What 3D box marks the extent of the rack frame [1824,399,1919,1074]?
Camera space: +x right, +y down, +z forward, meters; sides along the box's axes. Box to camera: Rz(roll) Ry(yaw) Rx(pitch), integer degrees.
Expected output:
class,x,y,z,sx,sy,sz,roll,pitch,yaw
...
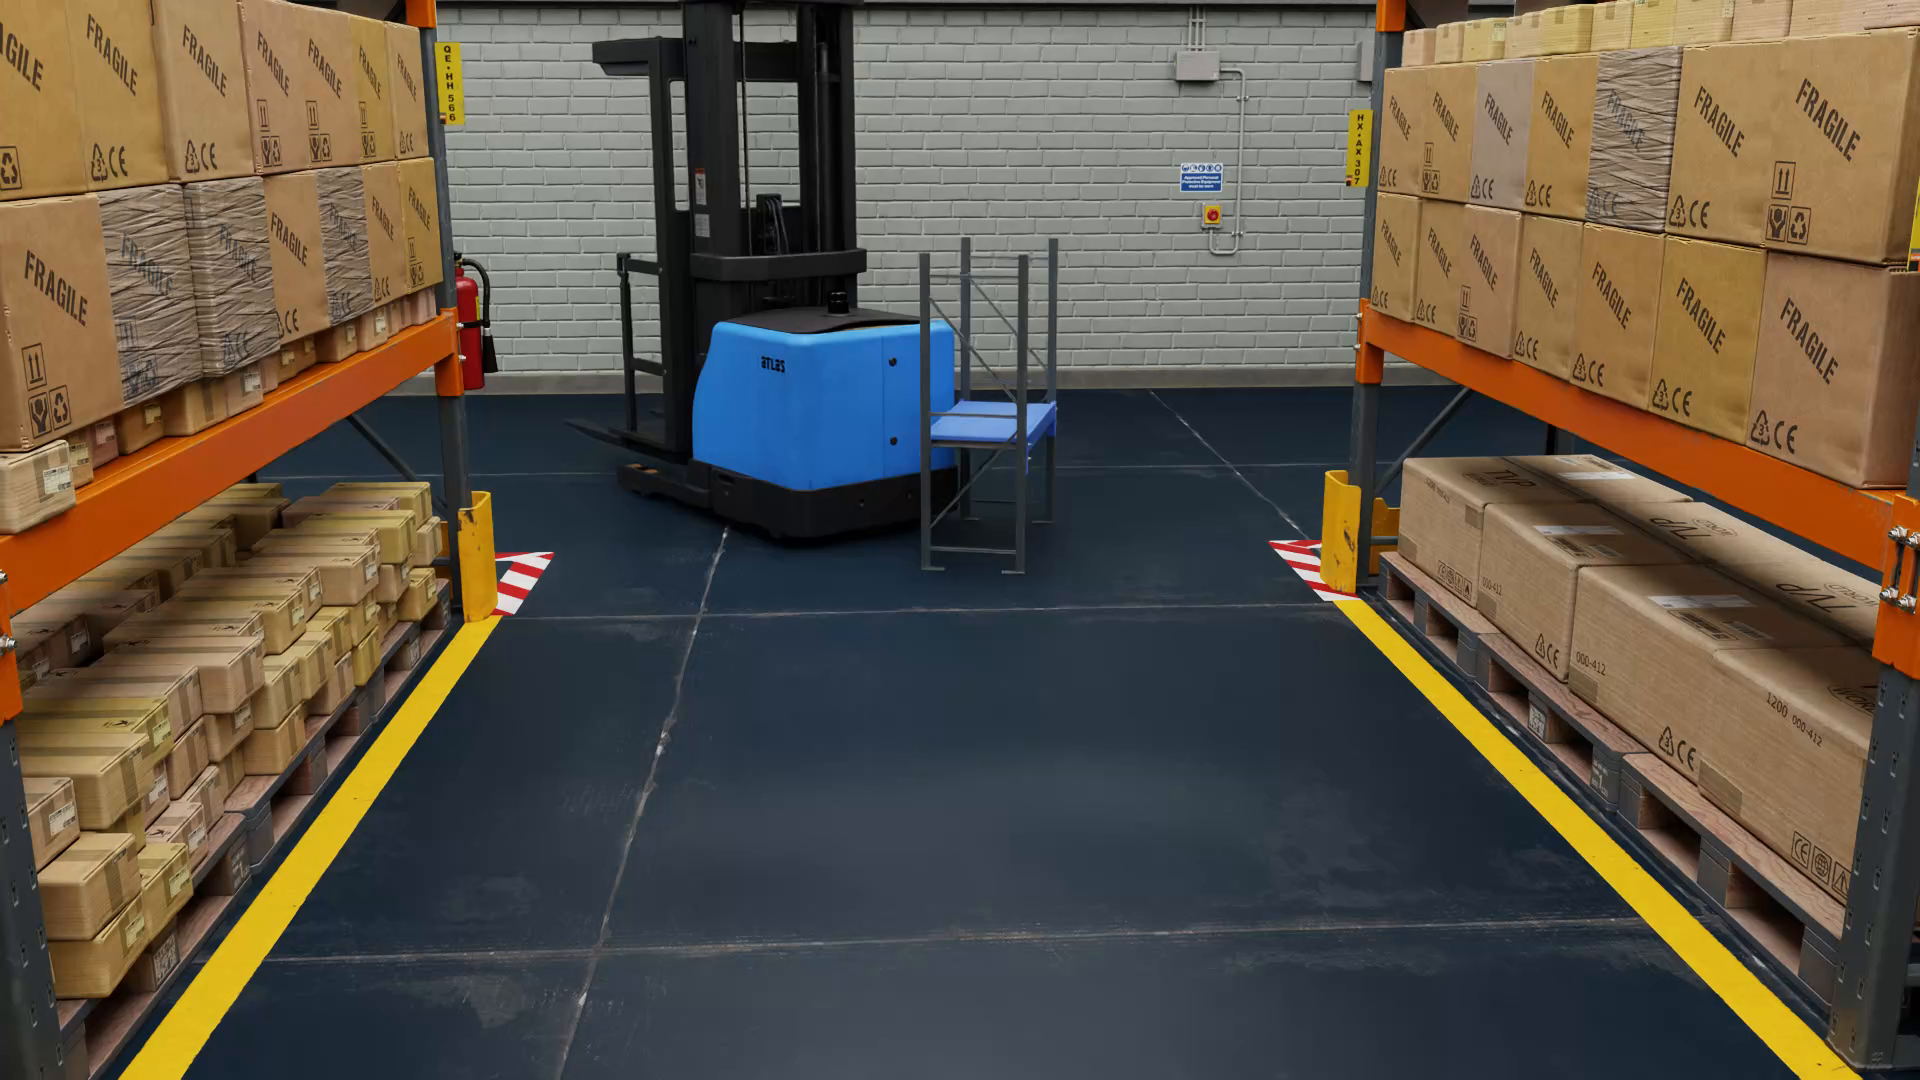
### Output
class,x,y,z,sx,sy,sz,roll,pitch,yaw
rack frame,2.538,-0.258,3.511,1.000,3.000,0.127,-1,14,-3

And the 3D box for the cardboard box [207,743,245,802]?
class,x,y,z,sx,sy,sz,roll,pitch,yaw
cardboard box,-2.299,0.669,4.785,0.380,0.149,0.250,-2,15,-6

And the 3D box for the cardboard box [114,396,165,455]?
class,x,y,z,sx,sy,sz,roll,pitch,yaw
cardboard box,-2.257,-0.307,4.204,0.380,0.149,0.250,-2,15,-6

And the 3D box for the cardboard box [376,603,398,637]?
class,x,y,z,sx,sy,sz,roll,pitch,yaw
cardboard box,-2.356,0.283,6.286,0.380,0.149,0.250,-1,14,-4

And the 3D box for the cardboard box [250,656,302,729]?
class,x,y,z,sx,sy,sz,roll,pitch,yaw
cardboard box,-2.215,0.460,5.000,0.380,0.149,0.250,-1,14,-4

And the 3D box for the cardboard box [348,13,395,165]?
class,x,y,z,sx,sy,sz,roll,pitch,yaw
cardboard box,-2.336,-1.592,5.891,0.500,0.500,0.500,-1,14,-5

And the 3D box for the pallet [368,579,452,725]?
class,x,y,z,sx,sy,sz,roll,pitch,yaw
pallet,-2.624,0.420,6.469,1.003,0.211,1.213,-1,14,-3

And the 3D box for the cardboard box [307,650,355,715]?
class,x,y,z,sx,sy,sz,roll,pitch,yaw
cardboard box,-2.252,0.475,5.540,0.380,0.149,0.250,-1,14,-2

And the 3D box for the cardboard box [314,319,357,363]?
class,x,y,z,sx,sy,sz,roll,pitch,yaw
cardboard box,-2.307,-0.700,5.730,0.380,0.149,0.250,-2,15,-6

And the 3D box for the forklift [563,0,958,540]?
class,x,y,z,sx,sy,sz,roll,pitch,yaw
forklift,-1.326,-1.726,9.352,1.130,2.935,3.031,-11,18,-37

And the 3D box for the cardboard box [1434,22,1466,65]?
class,x,y,z,sx,sy,sz,roll,pitch,yaw
cardboard box,2.025,-1.877,6.293,0.380,0.149,0.250,0,14,-2

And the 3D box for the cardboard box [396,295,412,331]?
class,x,y,z,sx,sy,sz,roll,pitch,yaw
cardboard box,-2.364,-0.891,6.473,0.380,0.149,0.250,-1,14,-4

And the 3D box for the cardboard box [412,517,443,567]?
class,x,y,z,sx,sy,sz,roll,pitch,yaw
cardboard box,-2.327,0.008,6.756,0.380,0.149,0.250,-1,14,-5

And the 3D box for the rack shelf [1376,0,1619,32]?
class,x,y,z,sx,sy,sz,roll,pitch,yaw
rack shelf,2.414,-1.860,5.160,1.077,0.370,4.000,-1,14,-3

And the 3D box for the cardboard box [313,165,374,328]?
class,x,y,z,sx,sy,sz,roll,pitch,yaw
cardboard box,-2.292,-0.982,5.527,0.500,0.500,0.500,-1,14,-3

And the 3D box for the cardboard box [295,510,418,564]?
class,x,y,z,sx,sy,sz,roll,pitch,yaw
cardboard box,-2.257,-0.009,6.226,0.380,0.149,0.250,-1,14,-5

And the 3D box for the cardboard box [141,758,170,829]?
class,x,y,z,sx,sy,sz,roll,pitch,yaw
cardboard box,-2.256,0.660,4.224,0.380,0.149,0.250,-1,14,-4

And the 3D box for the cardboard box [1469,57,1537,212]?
class,x,y,z,sx,sy,sz,roll,pitch,yaw
cardboard box,2.114,-1.406,5.763,0.500,0.500,0.500,-1,14,-4

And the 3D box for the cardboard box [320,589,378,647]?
class,x,y,z,sx,sy,sz,roll,pitch,yaw
cardboard box,-2.248,0.266,5.754,0.380,0.149,0.250,-1,14,-3

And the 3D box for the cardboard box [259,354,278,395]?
class,x,y,z,sx,sy,sz,roll,pitch,yaw
cardboard box,-2.280,-0.503,4.967,0.380,0.149,0.250,0,14,-1

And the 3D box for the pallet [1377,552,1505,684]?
class,x,y,z,sx,sy,sz,roll,pitch,yaw
pallet,2.418,0.295,6.957,1.003,0.211,1.213,-1,14,-3

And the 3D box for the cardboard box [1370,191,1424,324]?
class,x,y,z,sx,sy,sz,roll,pitch,yaw
cardboard box,2.033,-1.178,6.884,0.500,0.500,0.500,-1,14,-4

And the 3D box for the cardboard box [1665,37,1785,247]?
class,x,y,z,sx,sy,sz,roll,pitch,yaw
cardboard box,2.210,-1.030,4.304,0.500,0.500,0.500,-1,14,-4

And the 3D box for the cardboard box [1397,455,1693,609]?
class,x,y,z,sx,sy,sz,roll,pitch,yaw
cardboard box,2.431,-0.053,7.012,0.875,0.438,0.875,-1,14,-5

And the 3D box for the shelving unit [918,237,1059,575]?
class,x,y,z,sx,sy,sz,roll,pitch,yaw
shelving unit,0.158,-0.702,8.244,0.538,1.500,1.048,3,15,10

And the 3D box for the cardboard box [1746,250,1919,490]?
class,x,y,z,sx,sy,sz,roll,pitch,yaw
cardboard box,2.254,-0.418,3.931,0.500,0.500,0.500,-1,14,-3

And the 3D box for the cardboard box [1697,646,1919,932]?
class,x,y,z,sx,sy,sz,roll,pitch,yaw
cardboard box,2.606,0.621,4.391,0.875,0.438,0.875,-1,14,-4

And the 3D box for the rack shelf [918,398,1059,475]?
class,x,y,z,sx,sy,sz,roll,pitch,yaw
rack shelf,0.158,-0.528,8.289,0.538,0.185,1.000,3,15,10

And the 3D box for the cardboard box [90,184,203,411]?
class,x,y,z,sx,sy,sz,roll,pitch,yaw
cardboard box,-2.213,-0.599,4.038,0.500,0.500,0.500,-1,14,-3

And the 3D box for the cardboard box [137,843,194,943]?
class,x,y,z,sx,sy,sz,roll,pitch,yaw
cardboard box,-2.115,0.859,4.048,0.380,0.149,0.250,0,14,-2

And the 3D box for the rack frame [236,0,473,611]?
class,x,y,z,sx,sy,sz,roll,pitch,yaw
rack frame,-2.644,-1.152,6.983,1.000,3.000,0.127,-1,14,-3

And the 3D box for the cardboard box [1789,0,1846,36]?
class,x,y,z,sx,sy,sz,roll,pitch,yaw
cardboard box,2.288,-1.306,4.075,0.380,0.149,0.250,-1,14,-3

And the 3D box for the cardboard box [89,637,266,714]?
class,x,y,z,sx,sy,sz,roll,pitch,yaw
cardboard box,-2.207,0.383,4.703,0.380,0.149,0.250,-1,14,-2

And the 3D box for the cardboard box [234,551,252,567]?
class,x,y,z,sx,sy,sz,roll,pitch,yaw
cardboard box,-2.804,0.144,6.227,0.380,0.149,0.250,-1,14,-3

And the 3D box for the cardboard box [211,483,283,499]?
class,x,y,z,sx,sy,sz,roll,pitch,yaw
cardboard box,-2.951,-0.127,6.685,0.380,0.149,0.250,-2,15,-6

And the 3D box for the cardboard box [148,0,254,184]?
class,x,y,z,sx,sy,sz,roll,pitch,yaw
cardboard box,-2.229,-1.204,4.382,0.500,0.500,0.500,-1,14,-3

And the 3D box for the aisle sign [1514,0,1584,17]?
class,x,y,z,sx,sy,sz,roll,pitch,yaw
aisle sign,2.595,-2.535,7.142,0.394,0.787,0.004,-1,14,-3

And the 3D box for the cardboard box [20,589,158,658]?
class,x,y,z,sx,sy,sz,roll,pitch,yaw
cardboard box,-2.738,0.261,5.177,0.380,0.149,0.250,-1,14,-3

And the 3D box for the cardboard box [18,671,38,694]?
class,x,y,z,sx,sy,sz,roll,pitch,yaw
cardboard box,-2.694,0.457,4.414,0.380,0.149,0.250,0,14,-2

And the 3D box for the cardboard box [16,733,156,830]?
class,x,y,z,sx,sy,sz,roll,pitch,yaw
cardboard box,-2.169,0.574,3.960,0.380,0.149,0.250,0,14,-1

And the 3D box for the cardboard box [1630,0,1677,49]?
class,x,y,z,sx,sy,sz,roll,pitch,yaw
cardboard box,2.185,-1.496,4.811,0.380,0.149,0.250,-1,14,-5

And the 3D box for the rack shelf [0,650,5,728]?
class,x,y,z,sx,sy,sz,roll,pitch,yaw
rack shelf,-2.272,0.689,1.273,1.077,0.370,4.000,-1,14,-3

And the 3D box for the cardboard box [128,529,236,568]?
class,x,y,z,sx,sy,sz,roll,pitch,yaw
cardboard box,-2.828,0.065,5.939,0.380,0.149,0.250,-2,15,-6

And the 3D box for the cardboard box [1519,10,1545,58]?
class,x,y,z,sx,sy,sz,roll,pitch,yaw
cardboard box,2.101,-1.685,5.545,0.380,0.149,0.250,-1,14,-3

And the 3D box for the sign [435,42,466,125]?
class,x,y,z,sx,sy,sz,roll,pitch,yaw
sign,-2.089,-1.869,6.813,0.100,0.325,0.005,-1,14,-3

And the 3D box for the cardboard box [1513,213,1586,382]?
class,x,y,z,sx,sy,sz,roll,pitch,yaw
cardboard box,2.154,-0.801,5.421,0.500,0.500,0.500,0,14,-2

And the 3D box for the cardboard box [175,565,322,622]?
class,x,y,z,sx,sy,sz,roll,pitch,yaw
cardboard box,-2.327,0.190,5.454,0.380,0.149,0.250,-1,14,-5

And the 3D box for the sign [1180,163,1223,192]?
class,x,y,z,sx,sy,sz,roll,pitch,yaw
sign,1.866,-2.801,12.849,0.327,0.218,0.001,-1,14,-3

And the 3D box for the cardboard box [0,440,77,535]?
class,x,y,z,sx,sy,sz,roll,pitch,yaw
cardboard box,-2.087,-0.111,3.441,0.380,0.149,0.250,0,14,-1
